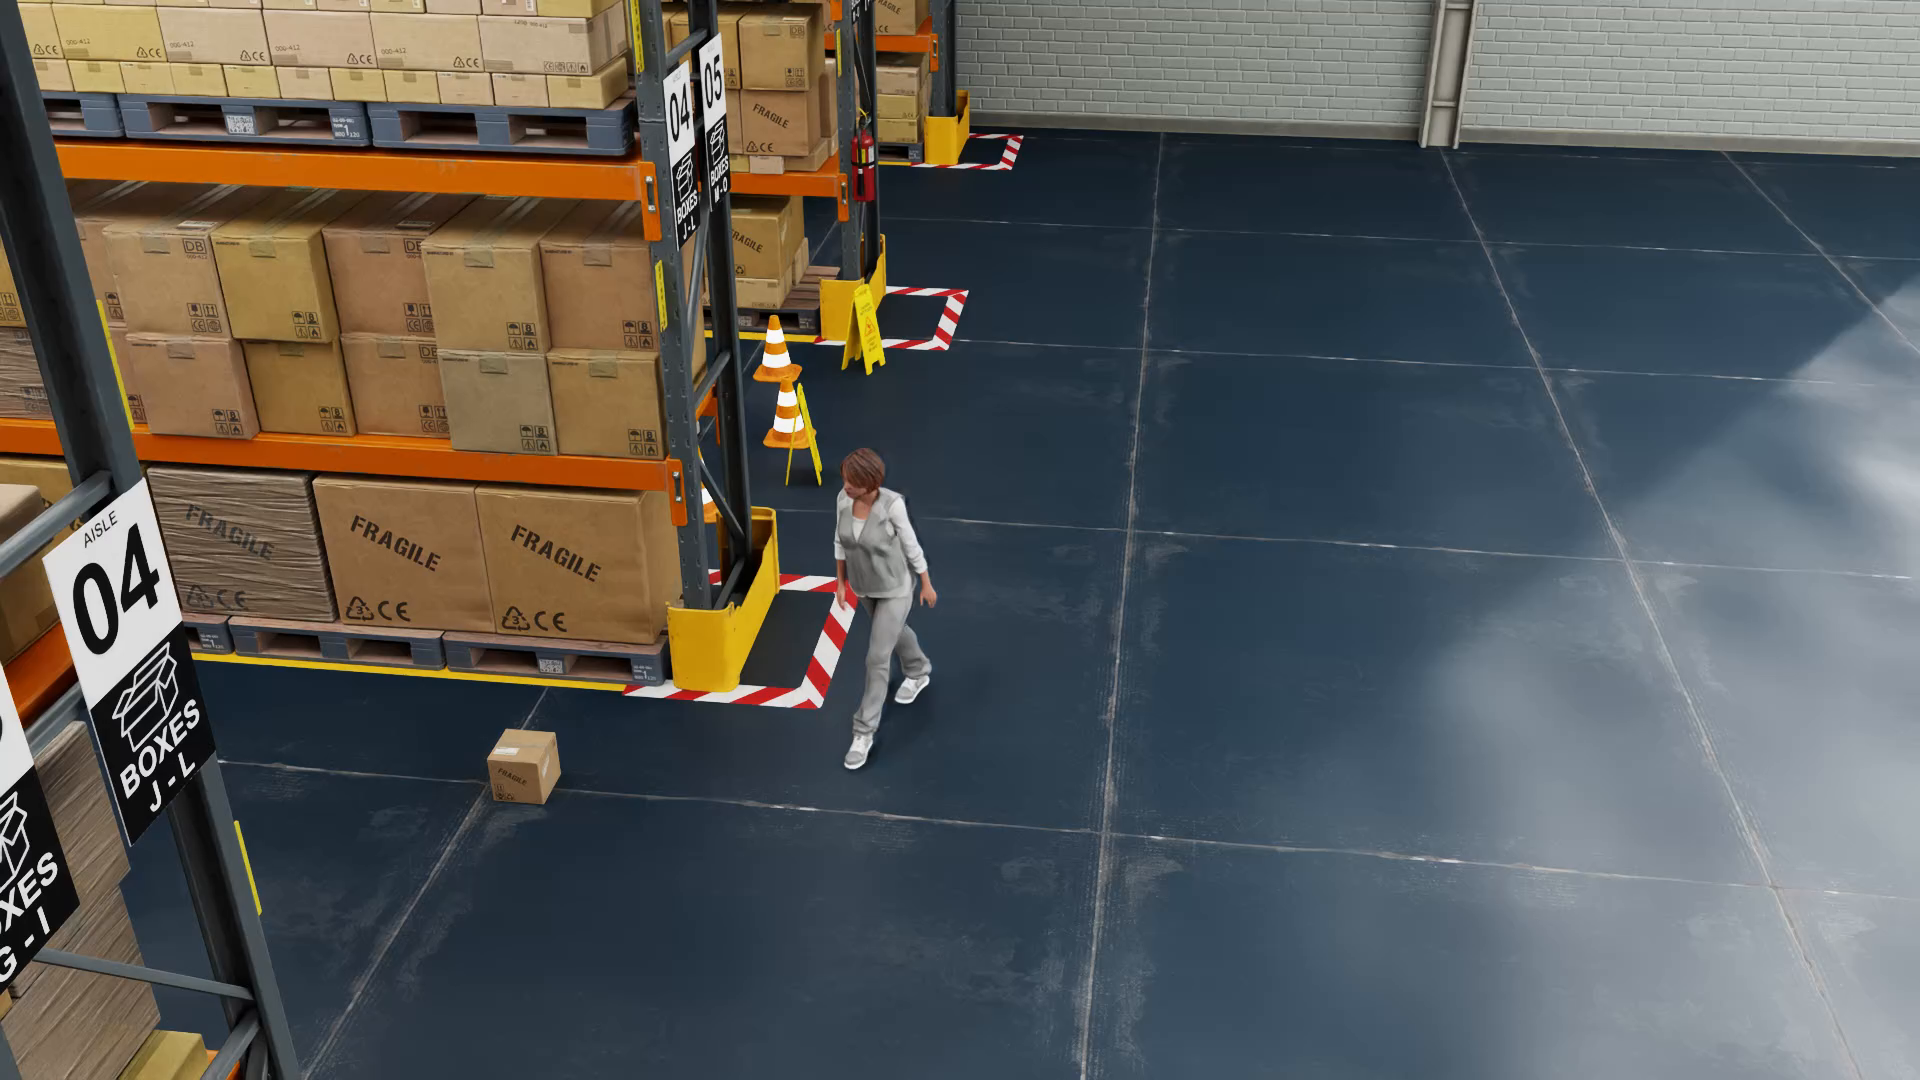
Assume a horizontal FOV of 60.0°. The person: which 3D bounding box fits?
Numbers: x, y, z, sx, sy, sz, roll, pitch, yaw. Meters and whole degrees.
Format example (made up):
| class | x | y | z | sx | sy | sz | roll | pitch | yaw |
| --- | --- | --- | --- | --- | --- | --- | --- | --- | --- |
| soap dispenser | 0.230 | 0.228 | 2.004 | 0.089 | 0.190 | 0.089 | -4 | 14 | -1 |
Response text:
| class | x | y | z | sx | sy | sz | roll | pitch | yaw |
| --- | --- | --- | --- | --- | --- | --- | --- | --- | --- |
| person | -0.420 | 0.245 | 8.174 | 0.469 | 1.545 | 0.870 | 20 | 34 | 32 |
